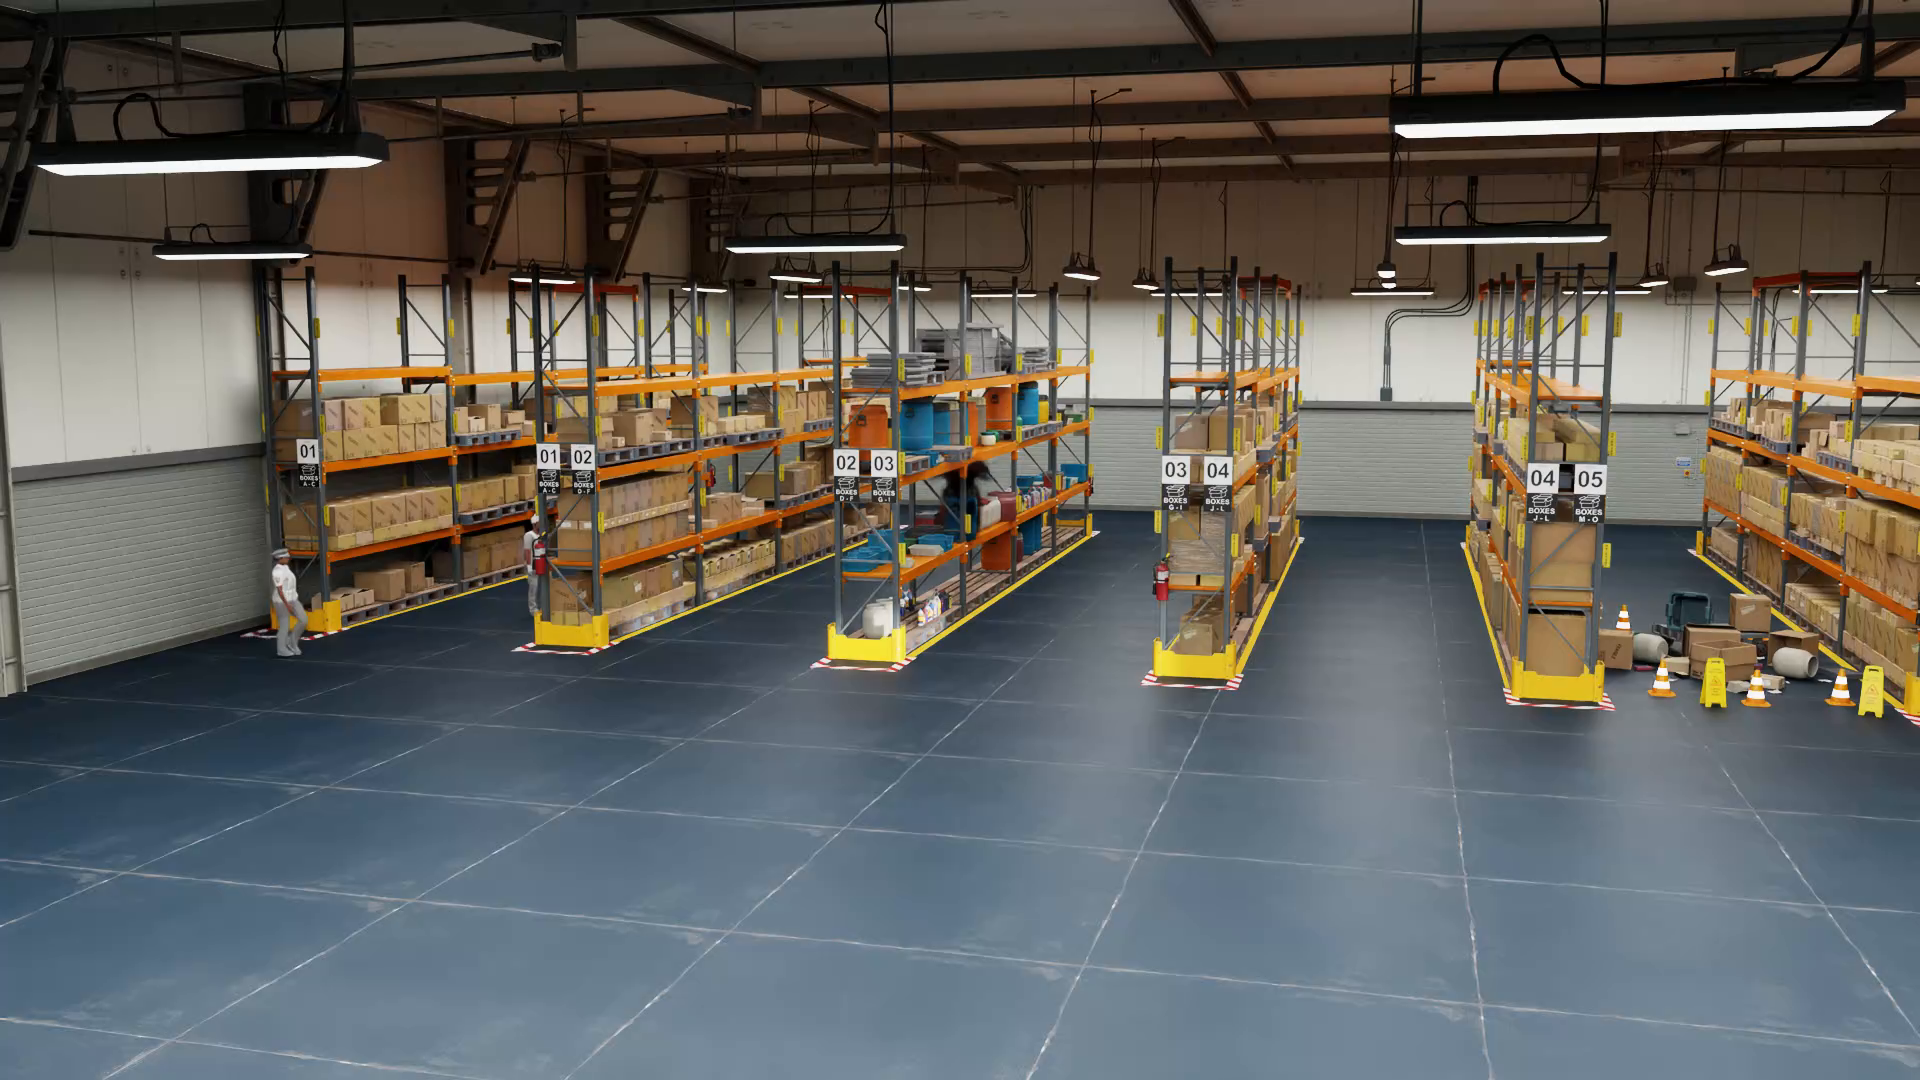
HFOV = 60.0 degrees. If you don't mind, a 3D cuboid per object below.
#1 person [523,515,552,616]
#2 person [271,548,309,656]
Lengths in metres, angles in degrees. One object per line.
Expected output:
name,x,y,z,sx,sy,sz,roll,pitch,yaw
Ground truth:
person,-7.324,0.468,28.942,0.571,1.800,0.563,6,10,41
person,-10.250,0.961,25.331,0.463,1.687,0.462,2,8,18
